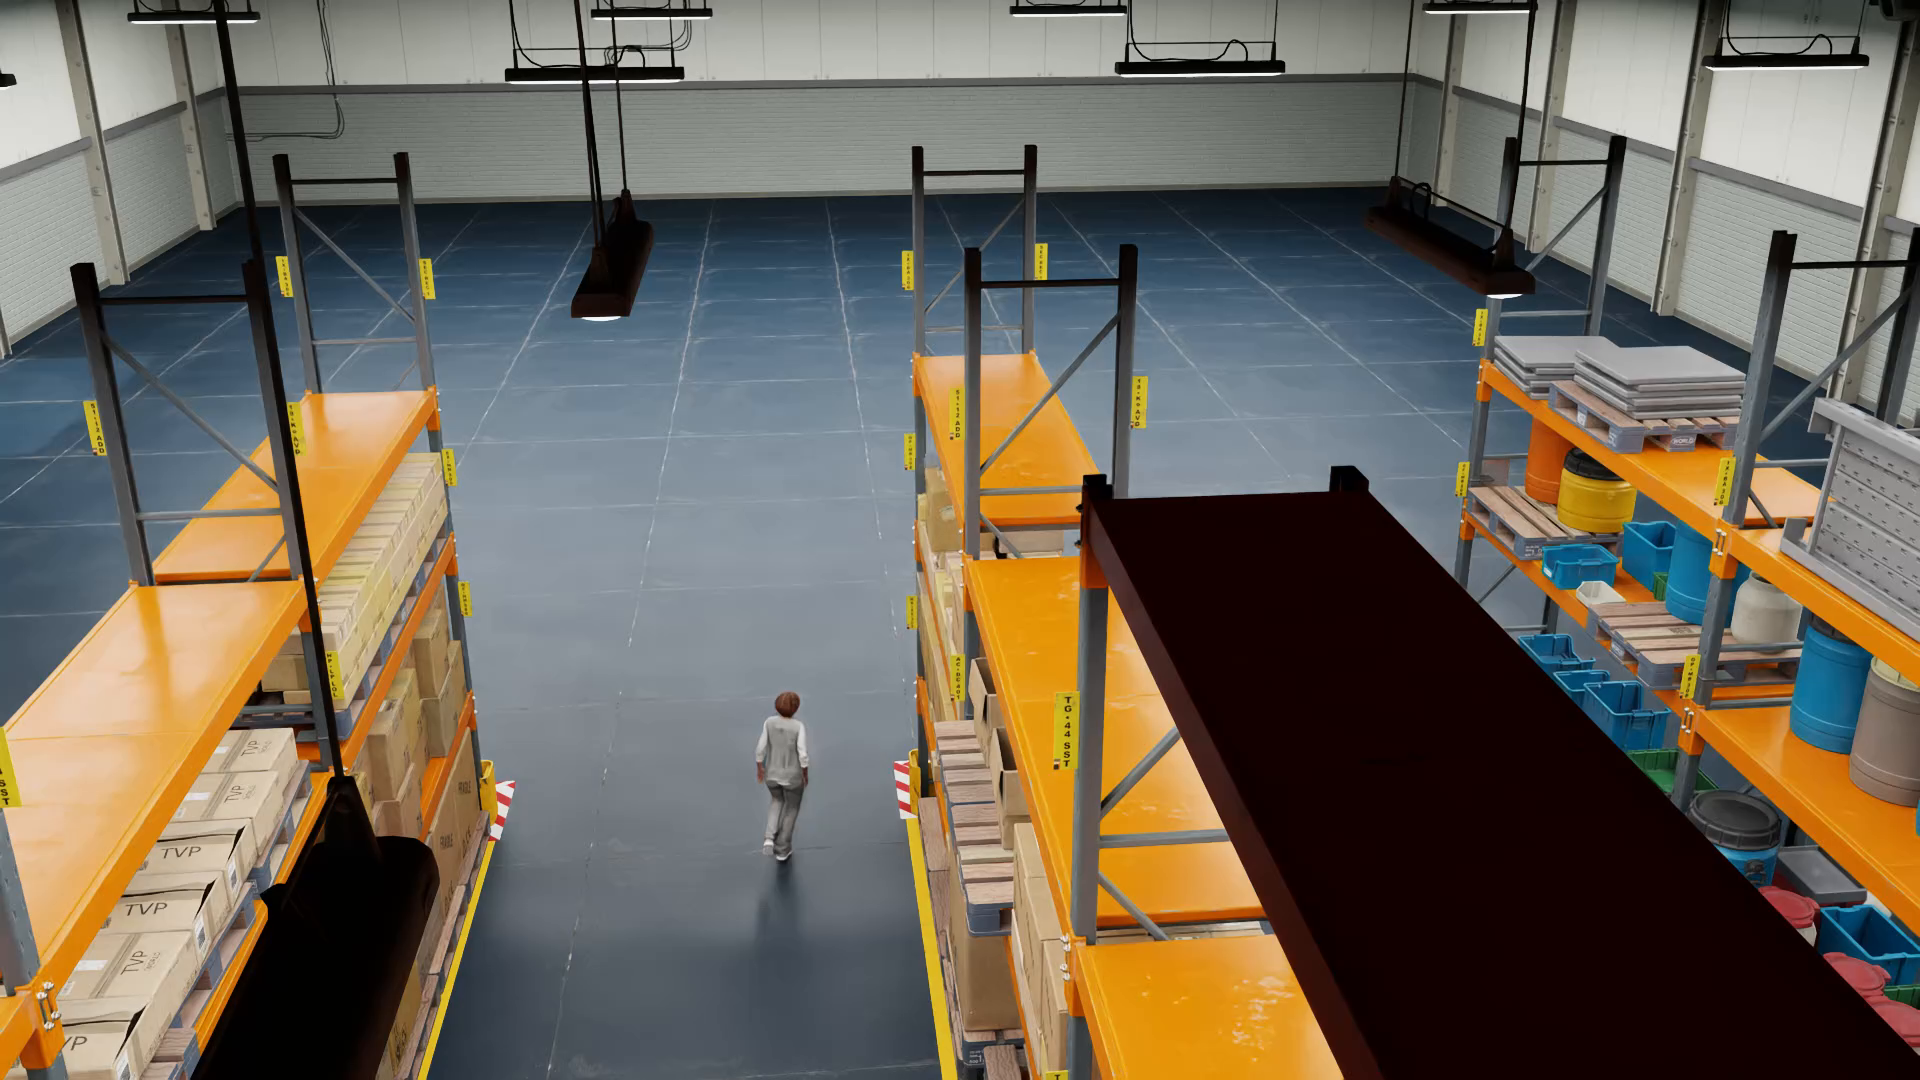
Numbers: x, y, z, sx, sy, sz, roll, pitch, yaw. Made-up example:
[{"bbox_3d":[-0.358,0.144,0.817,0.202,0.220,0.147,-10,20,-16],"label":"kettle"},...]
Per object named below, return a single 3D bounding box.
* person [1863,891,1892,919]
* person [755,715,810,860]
[{"bbox_3d":[6.928,2.690,12.572,0.689,1.698,0.683,0,22,-1],"label":"person"},{"bbox_3d":[-1.525,2.154,14.375,0.489,1.363,0.455,6,22,15],"label":"person"}]
